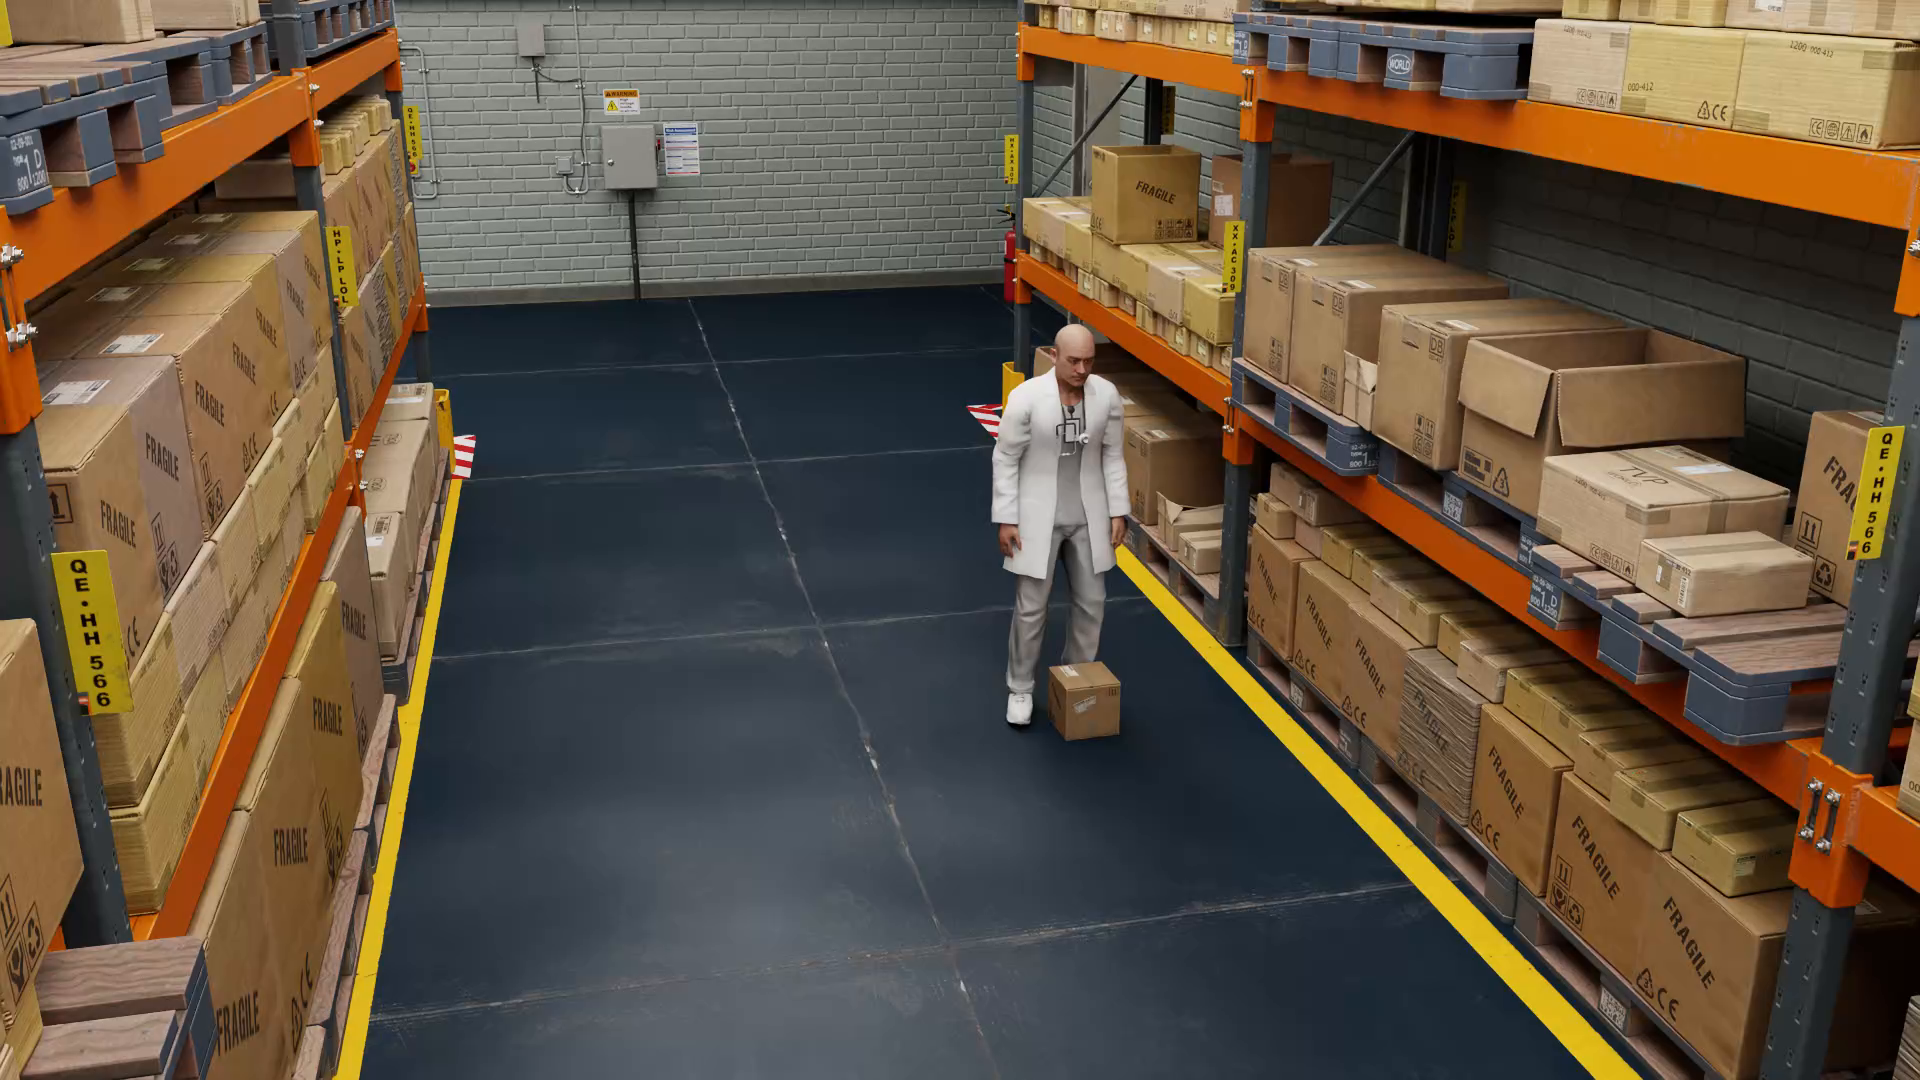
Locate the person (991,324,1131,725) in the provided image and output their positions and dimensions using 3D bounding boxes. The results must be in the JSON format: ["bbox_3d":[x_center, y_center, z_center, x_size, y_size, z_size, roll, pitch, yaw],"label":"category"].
[{"bbox_3d":[0.448,-0.085,7.327,0.640,1.768,0.427,-5,20,-14],"label":"person"}]
